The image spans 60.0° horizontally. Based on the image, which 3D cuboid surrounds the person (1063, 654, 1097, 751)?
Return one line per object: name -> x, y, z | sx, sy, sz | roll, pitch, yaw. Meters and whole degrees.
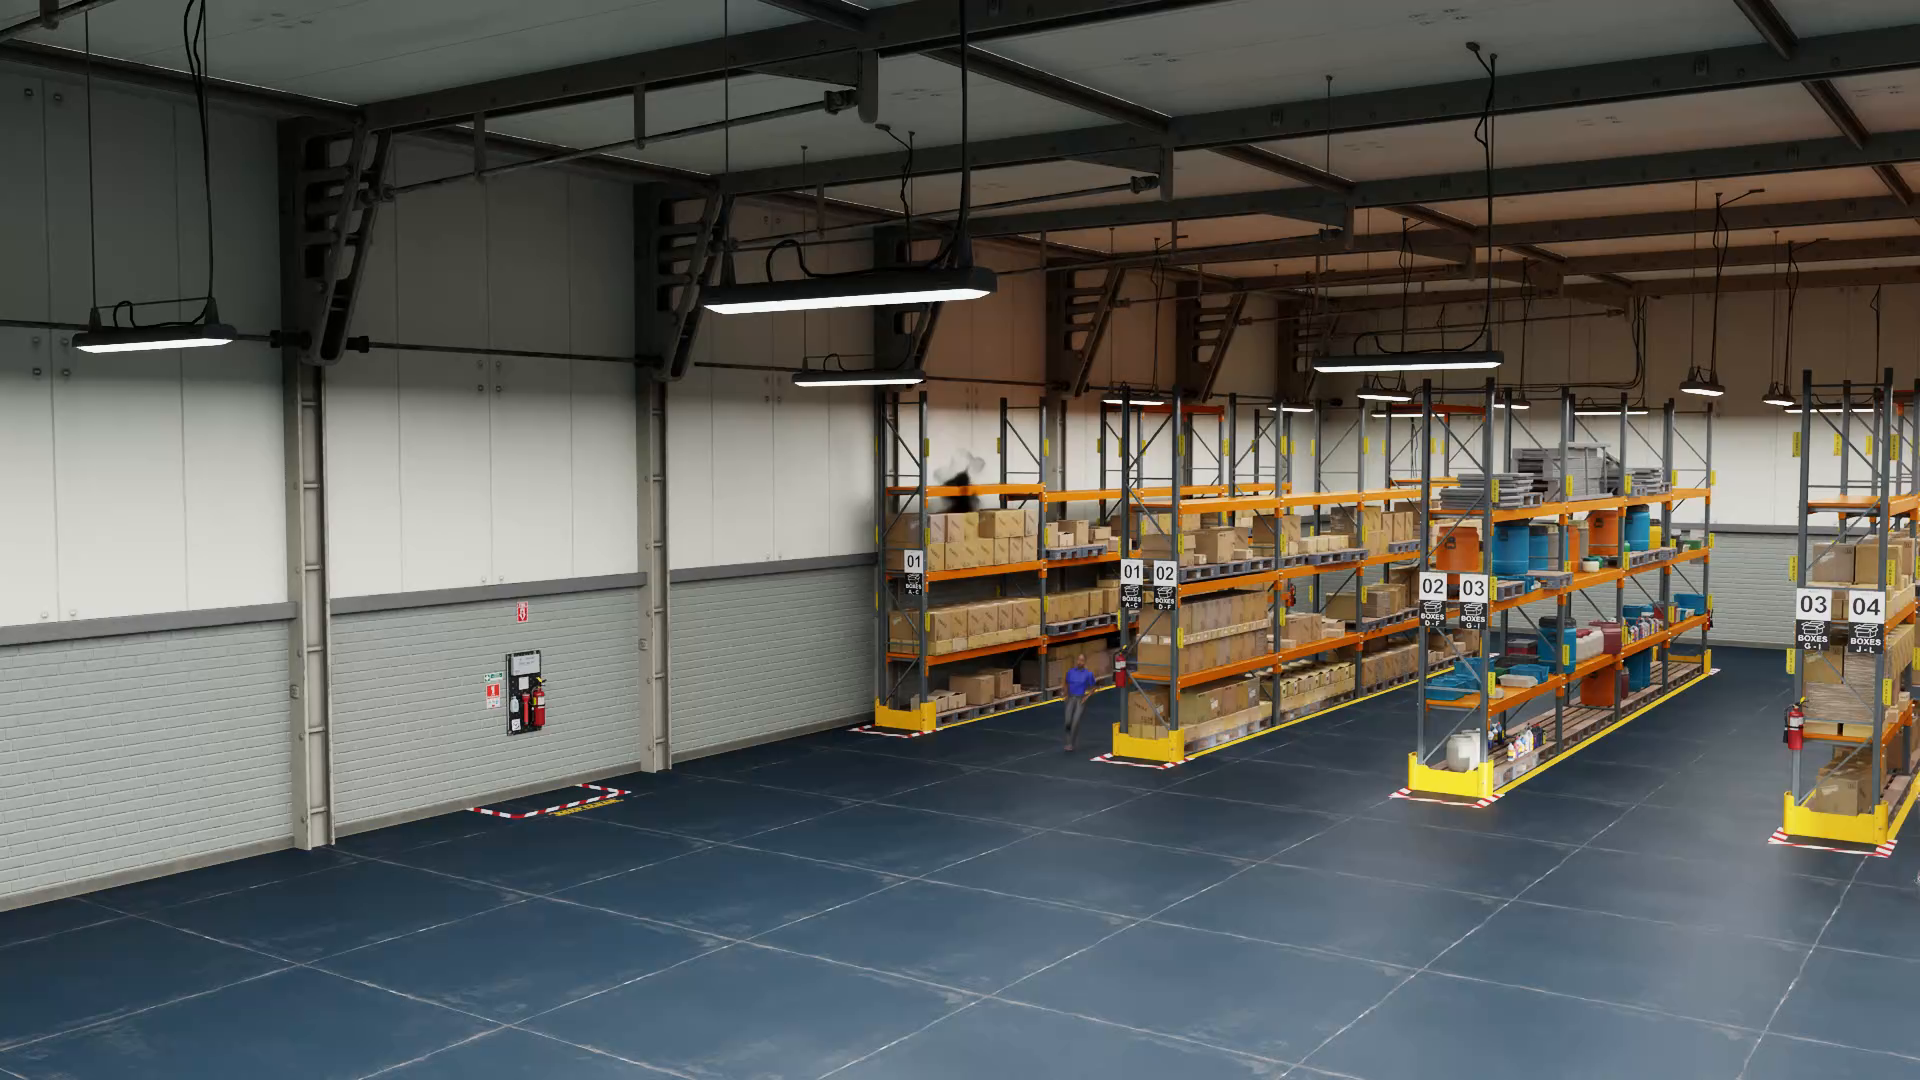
person -> 1.974, 2.675, 27.529 | 0.577, 1.597, 0.546 | 1, 3, 15
